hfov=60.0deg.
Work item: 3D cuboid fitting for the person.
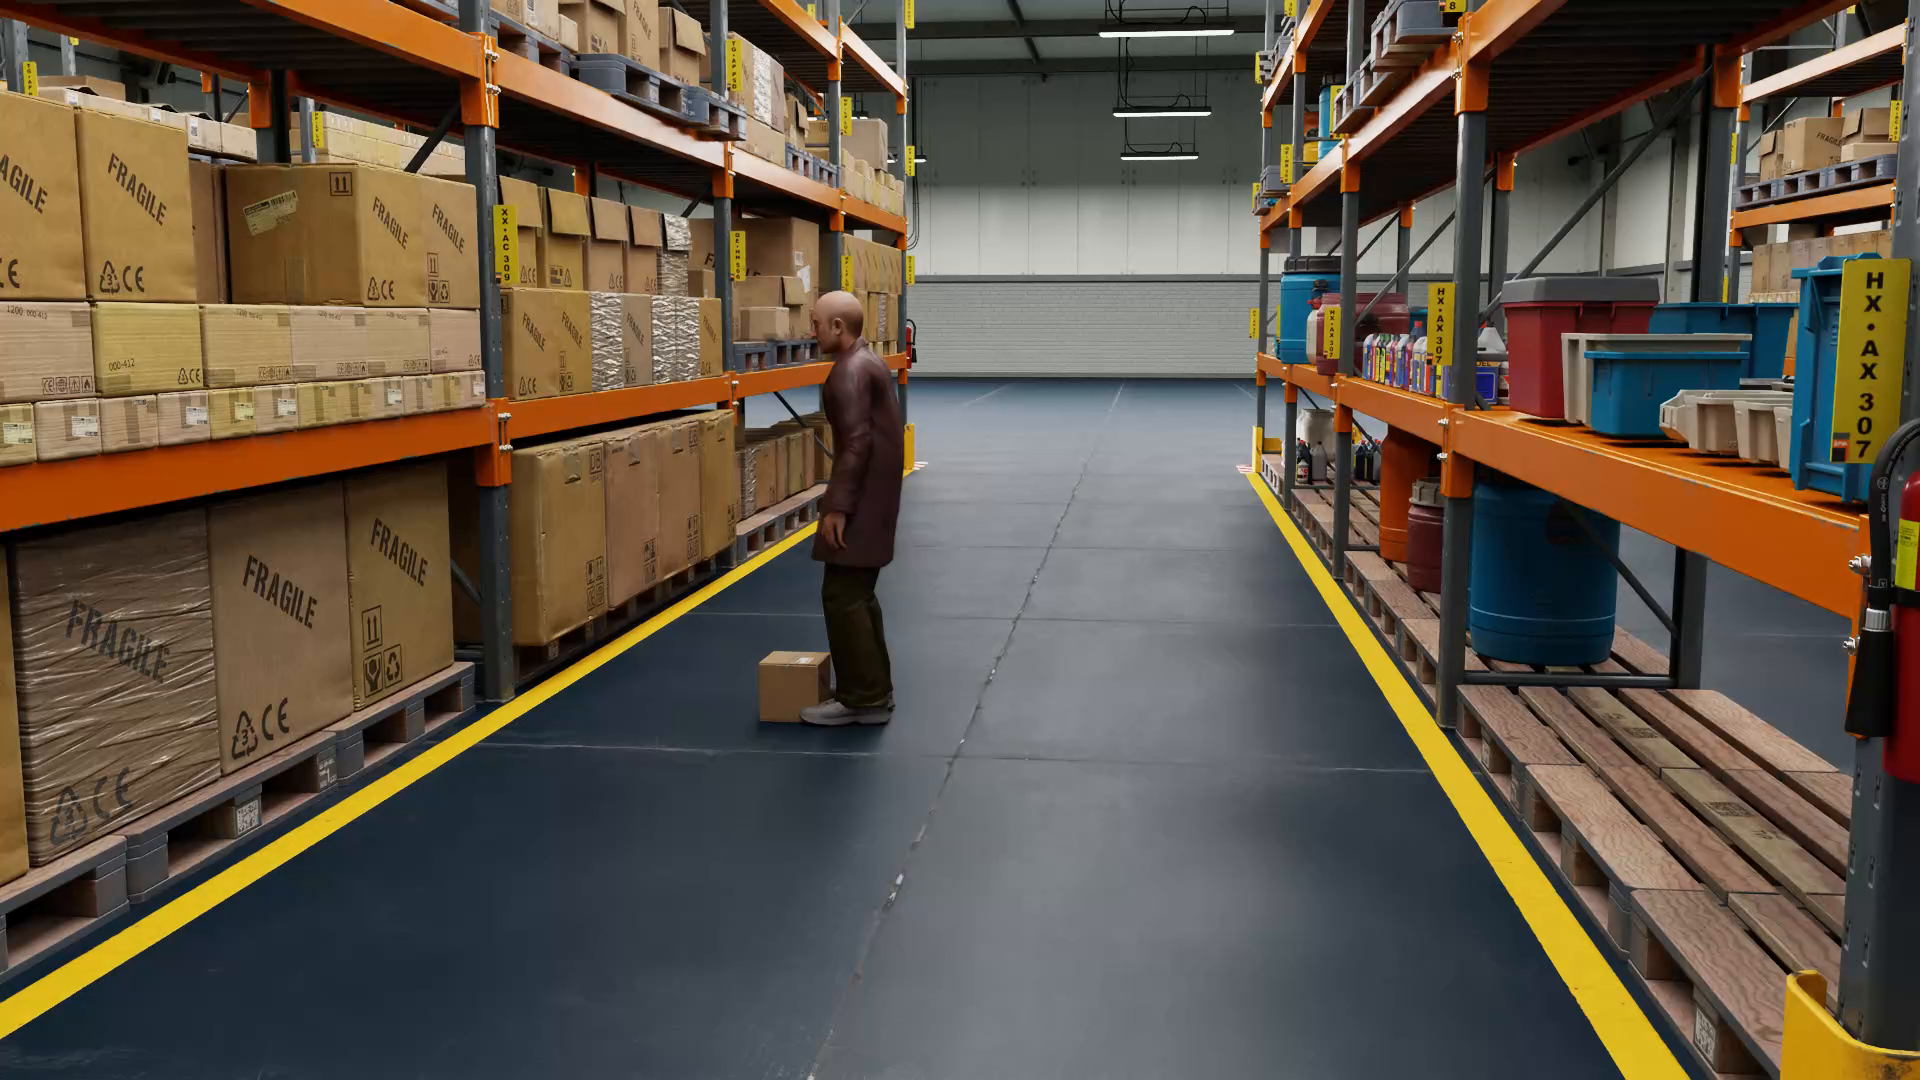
[{"bbox_3d":[-0.444,-0.136,6.889,0.428,1.773,0.641,1,7,6],"label":"person"}]
